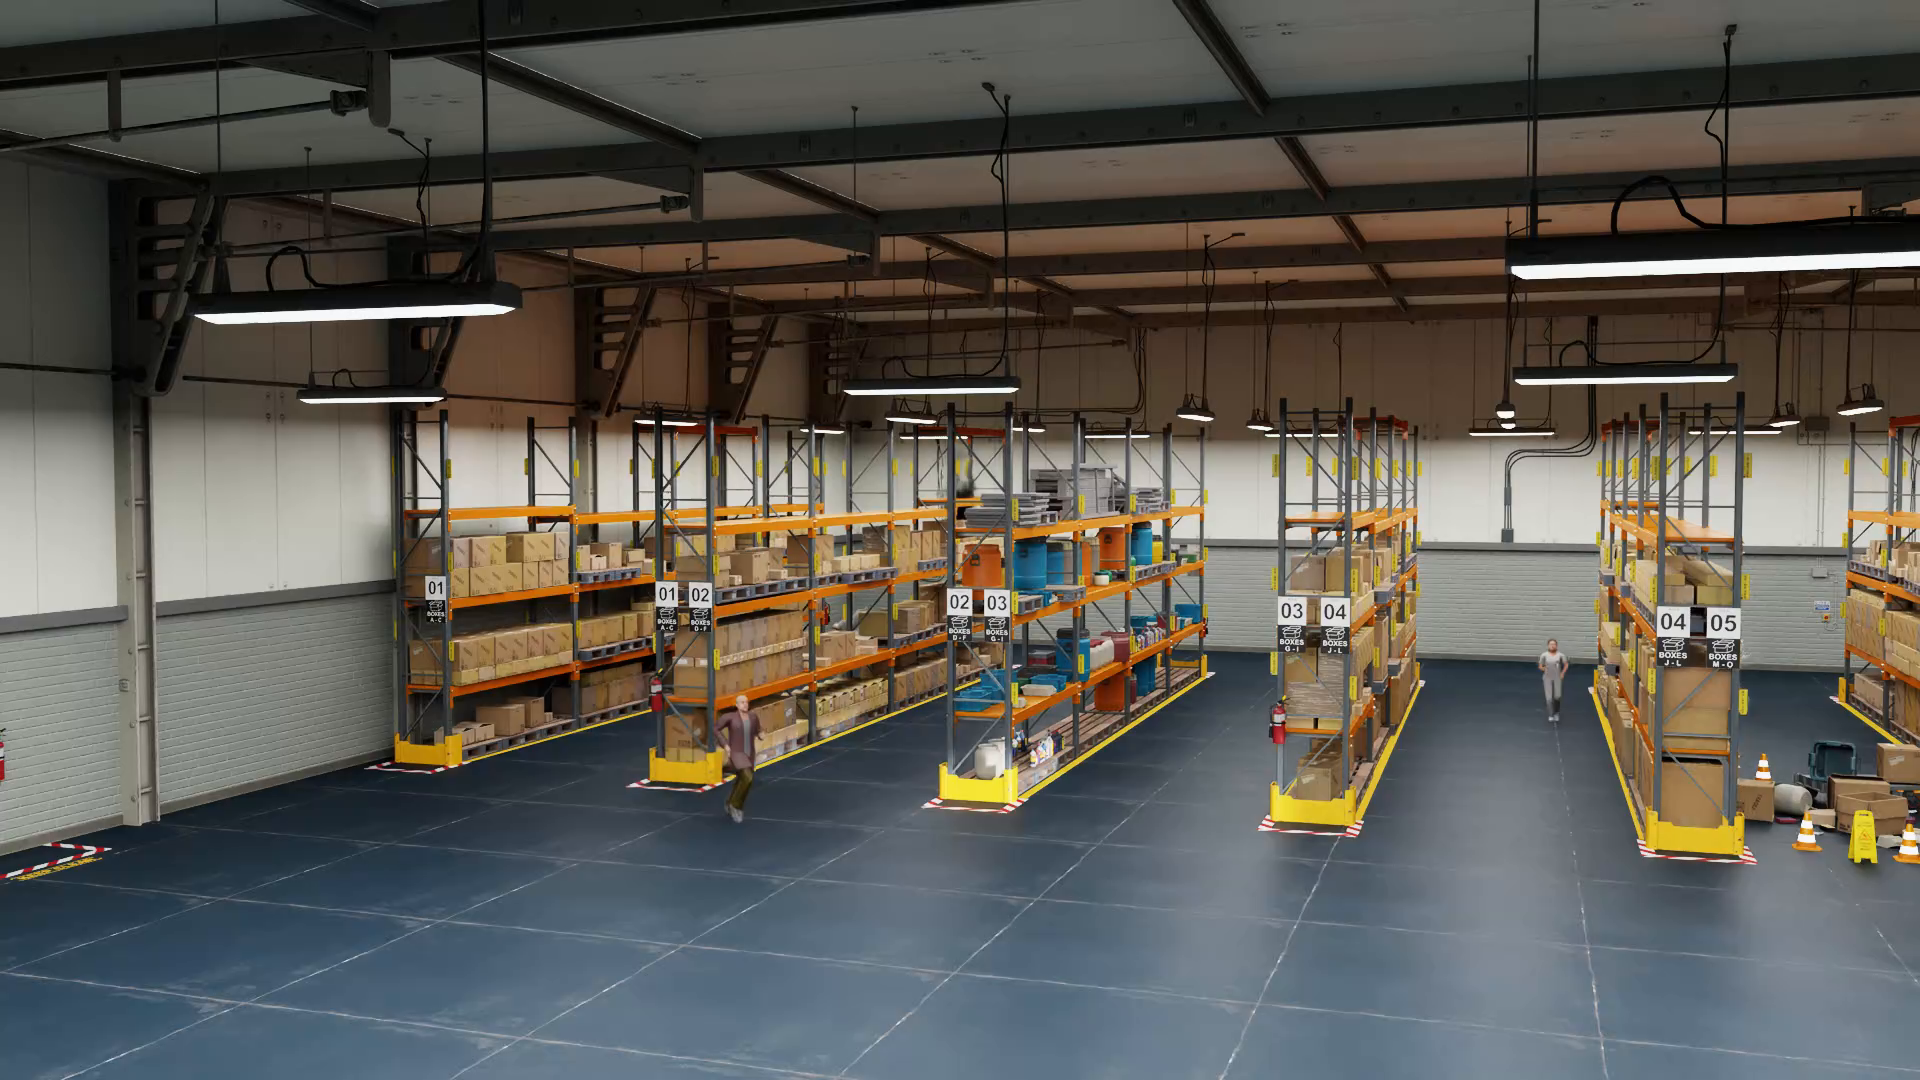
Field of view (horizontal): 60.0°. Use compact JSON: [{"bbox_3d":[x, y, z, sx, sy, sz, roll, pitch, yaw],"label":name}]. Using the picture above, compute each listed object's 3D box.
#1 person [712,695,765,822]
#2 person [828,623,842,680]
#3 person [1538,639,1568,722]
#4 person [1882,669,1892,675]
[{"bbox_3d":[-3.093,3.115,23.732,0.787,1.821,0.670,2,3,44],"label":"person"},{"bbox_3d":[-2.678,2.639,36.214,0.607,1.650,0.779,0,2,9],"label":"person"},{"bbox_3d":[11.671,2.767,32.724,0.552,1.631,0.577,1,3,21],"label":"person"},{"bbox_3d":[20.328,2.607,36.287,0.598,1.660,0.898,-2,3,-32],"label":"person"}]
